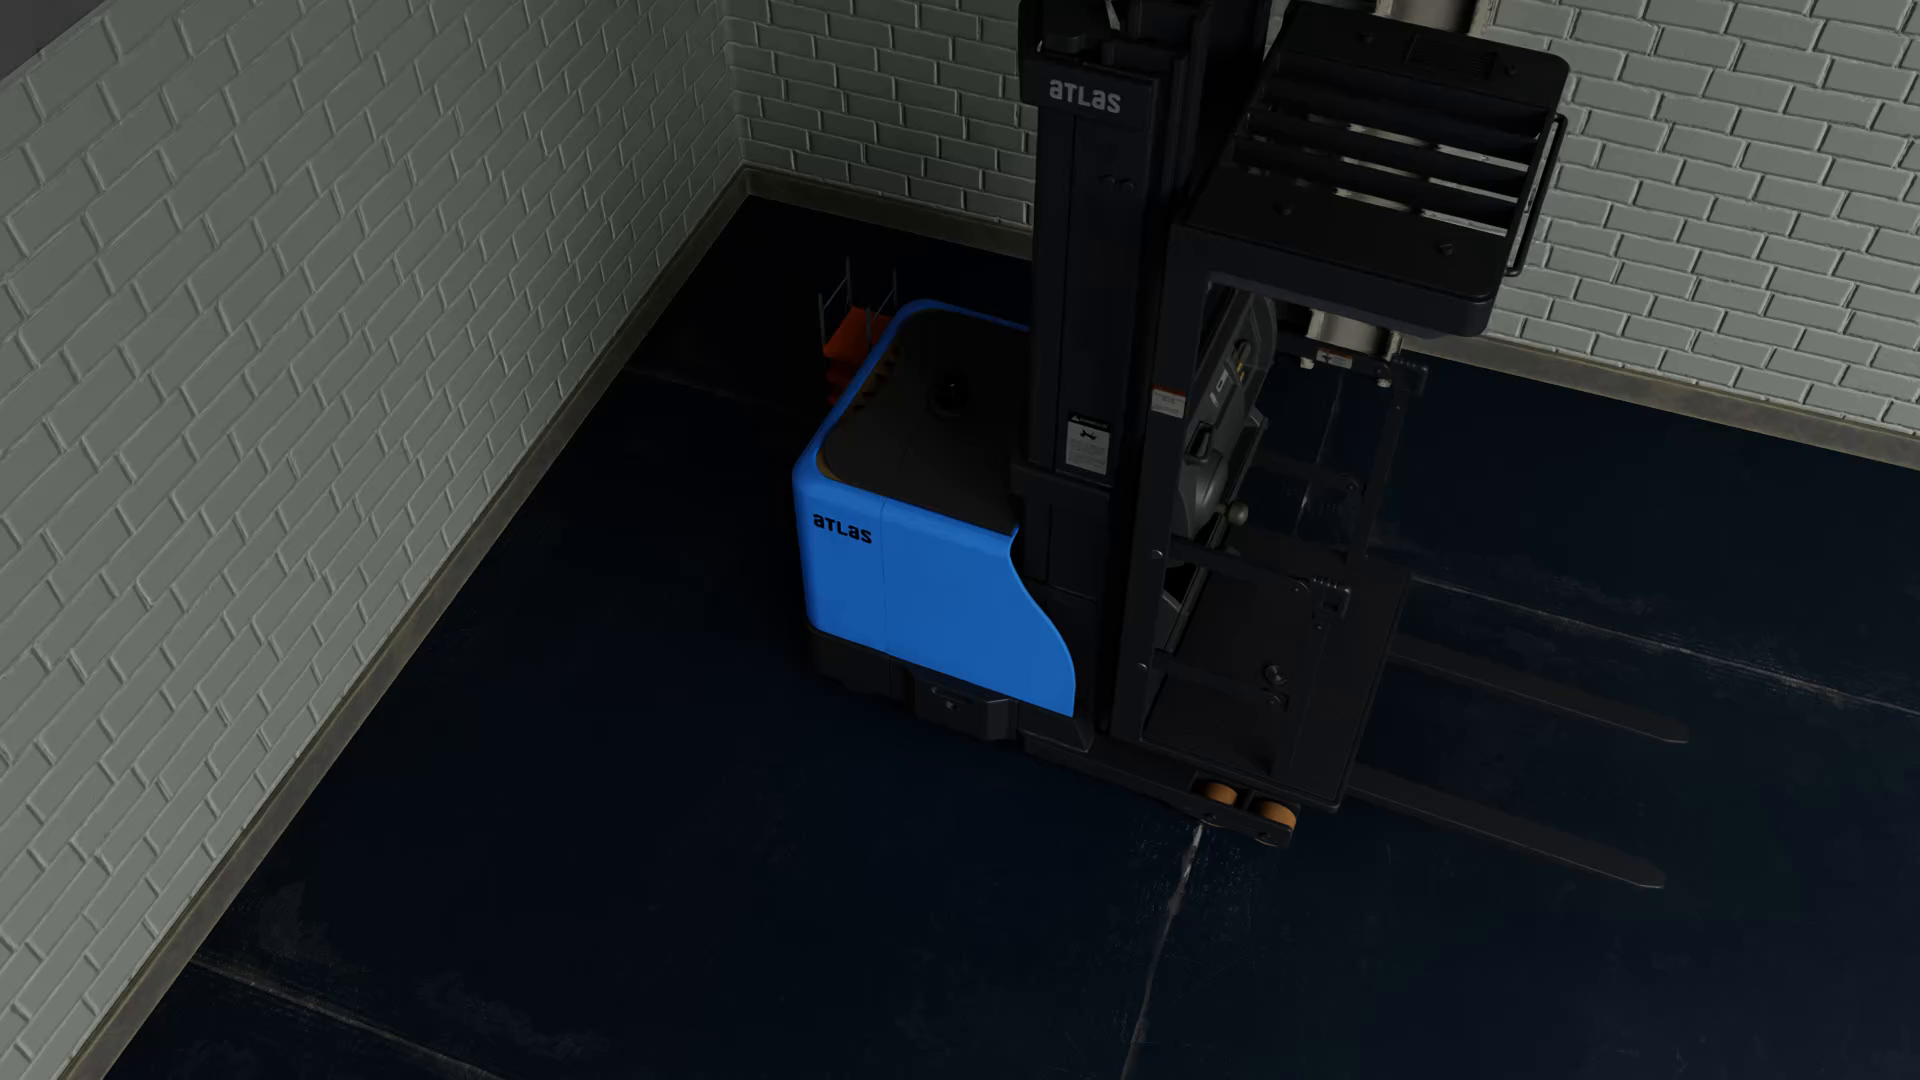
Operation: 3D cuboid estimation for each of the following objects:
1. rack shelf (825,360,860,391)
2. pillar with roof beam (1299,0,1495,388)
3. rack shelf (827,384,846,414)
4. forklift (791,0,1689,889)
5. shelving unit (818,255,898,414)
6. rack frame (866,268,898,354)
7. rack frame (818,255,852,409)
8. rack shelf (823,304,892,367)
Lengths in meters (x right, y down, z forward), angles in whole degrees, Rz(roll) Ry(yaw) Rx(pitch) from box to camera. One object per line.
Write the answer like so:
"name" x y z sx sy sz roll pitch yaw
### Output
"rack shelf" -0.359 -0.639 6.118 0.180 0.103 0.258 18 51 15
"pillar with roof beam" 0.230 -0.713 1.279 0.400 9.000 9.100 16 51 13
"rack shelf" -0.359 -0.560 6.208 0.180 0.103 0.258 18 51 15
"forklift" 0.998 -0.371 4.999 3.031 2.935 1.130 18 51 15
"shelving unit" -0.359 -0.511 6.265 0.189 1.200 0.258 18 51 15
"rack frame" -0.275 -0.484 6.242 0.006 1.200 0.240 18 51 15
"rack frame" -0.443 -0.538 6.289 0.006 1.200 0.240 18 51 15
"rack shelf" -0.359 -0.718 6.027 0.180 0.103 0.258 18 51 15
